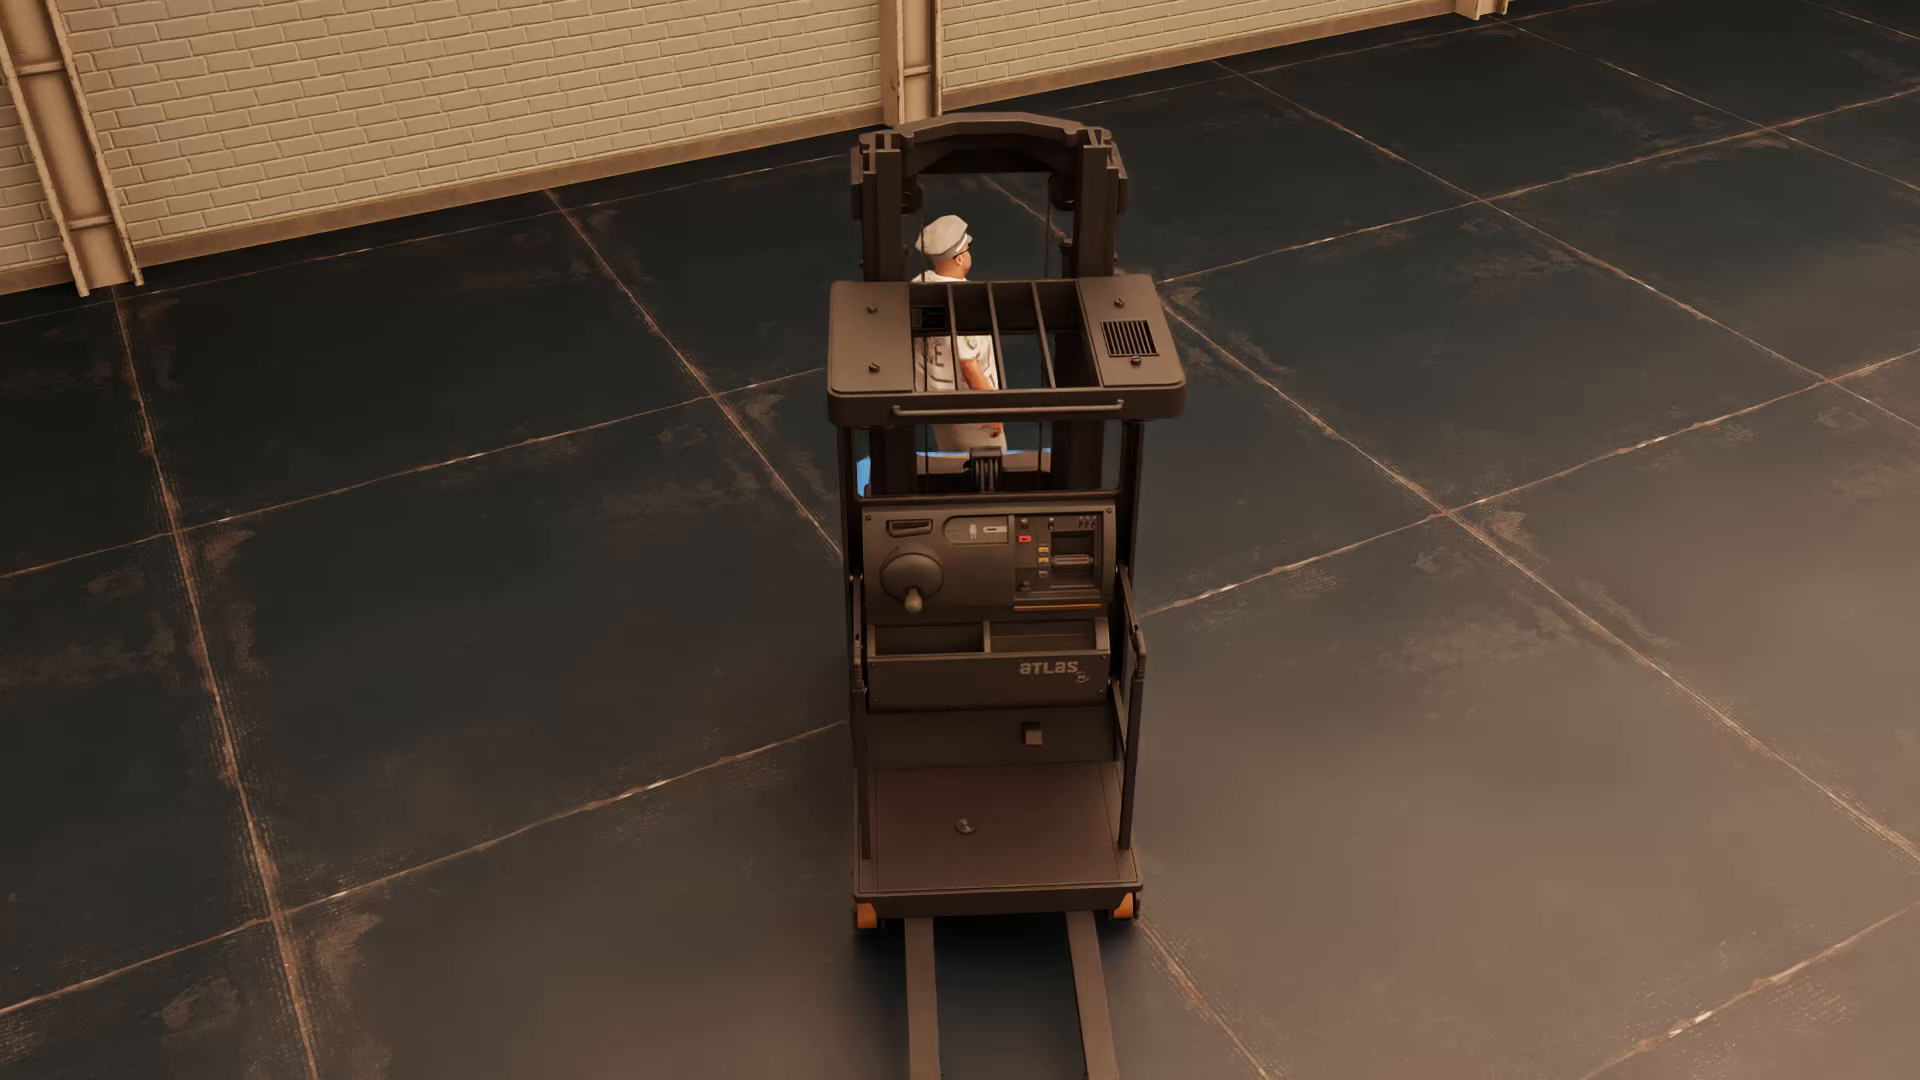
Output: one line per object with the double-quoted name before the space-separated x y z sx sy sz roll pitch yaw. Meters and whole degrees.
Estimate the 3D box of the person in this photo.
"person" 0.074 -0.754 8.174 0.561 1.780 0.656 -17 39 -23

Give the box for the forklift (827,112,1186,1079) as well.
"forklift" 0.122 0.128 5.941 1.130 2.935 3.031 -2 35 -2
